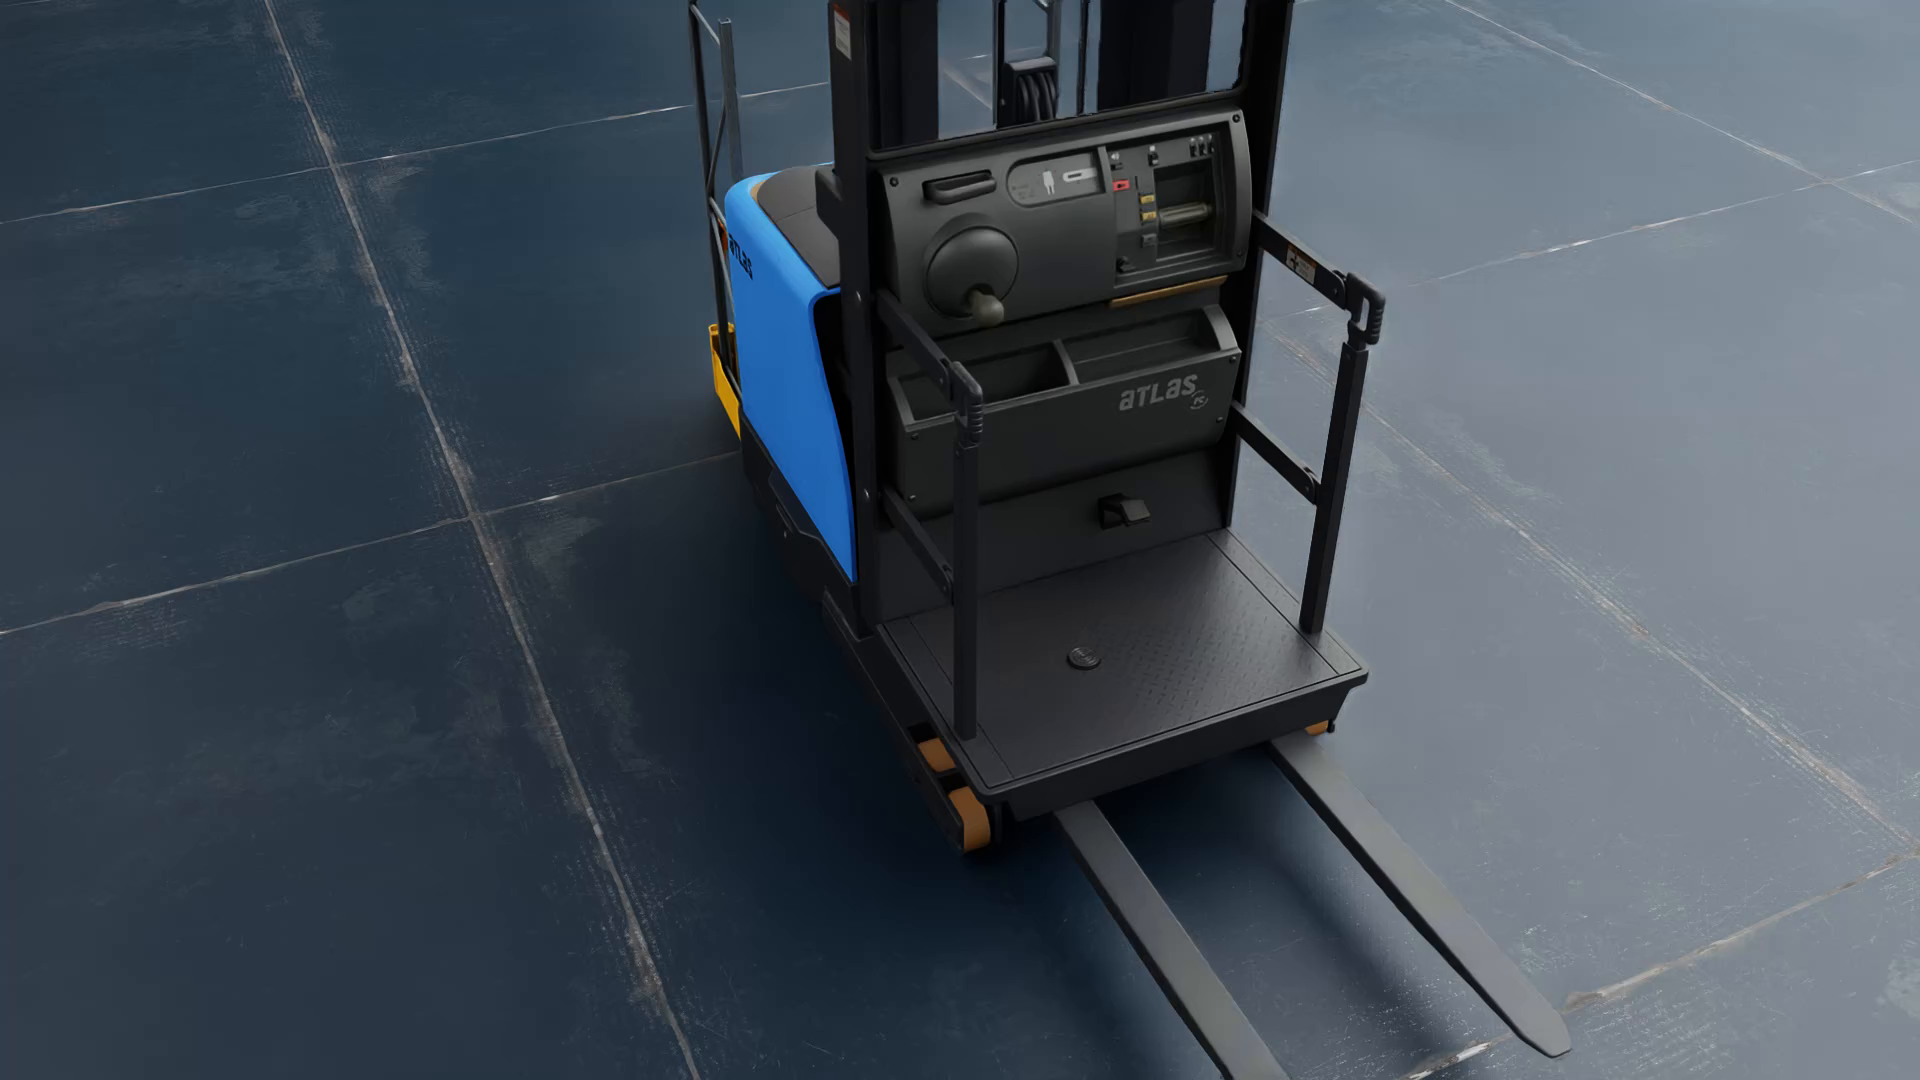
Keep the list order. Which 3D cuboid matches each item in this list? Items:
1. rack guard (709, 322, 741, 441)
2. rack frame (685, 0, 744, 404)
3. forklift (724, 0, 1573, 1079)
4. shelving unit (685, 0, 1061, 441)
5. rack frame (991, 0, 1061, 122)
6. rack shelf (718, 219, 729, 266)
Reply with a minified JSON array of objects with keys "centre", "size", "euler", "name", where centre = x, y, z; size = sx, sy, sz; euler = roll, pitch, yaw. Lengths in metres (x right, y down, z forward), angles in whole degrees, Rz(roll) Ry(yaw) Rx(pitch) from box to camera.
[{"centre":[-0.746,-0.498,5.712],"size":[0.087,0.250,0.587],"euler":[-12,38,-16],"name":"rack guard"},{"centre":[-0.748,-1.000,5.339],"size":[0.032,1.500,0.500],"euler":[-12,38,-16],"name":"rack frame"},{"centre":[0.355,-0.686,3.715],"size":[1.130,2.935,3.031],"euler":[-15,39,-19],"name":"forklift"},{"centre":[-0.279,-1.103,5.478],"size":[1.083,1.500,0.587],"euler":[-12,38,-16],"name":"shelving unit"},{"centre":[0.206,-1.210,5.623],"size":[0.032,1.500,0.500],"euler":[-12,38,-16],"name":"rack frame"},{"centre":[-0.271,-0.961,5.588],"size":[1.000,0.185,0.538],"euler":[-12,38,-16],"name":"rack shelf"}]
